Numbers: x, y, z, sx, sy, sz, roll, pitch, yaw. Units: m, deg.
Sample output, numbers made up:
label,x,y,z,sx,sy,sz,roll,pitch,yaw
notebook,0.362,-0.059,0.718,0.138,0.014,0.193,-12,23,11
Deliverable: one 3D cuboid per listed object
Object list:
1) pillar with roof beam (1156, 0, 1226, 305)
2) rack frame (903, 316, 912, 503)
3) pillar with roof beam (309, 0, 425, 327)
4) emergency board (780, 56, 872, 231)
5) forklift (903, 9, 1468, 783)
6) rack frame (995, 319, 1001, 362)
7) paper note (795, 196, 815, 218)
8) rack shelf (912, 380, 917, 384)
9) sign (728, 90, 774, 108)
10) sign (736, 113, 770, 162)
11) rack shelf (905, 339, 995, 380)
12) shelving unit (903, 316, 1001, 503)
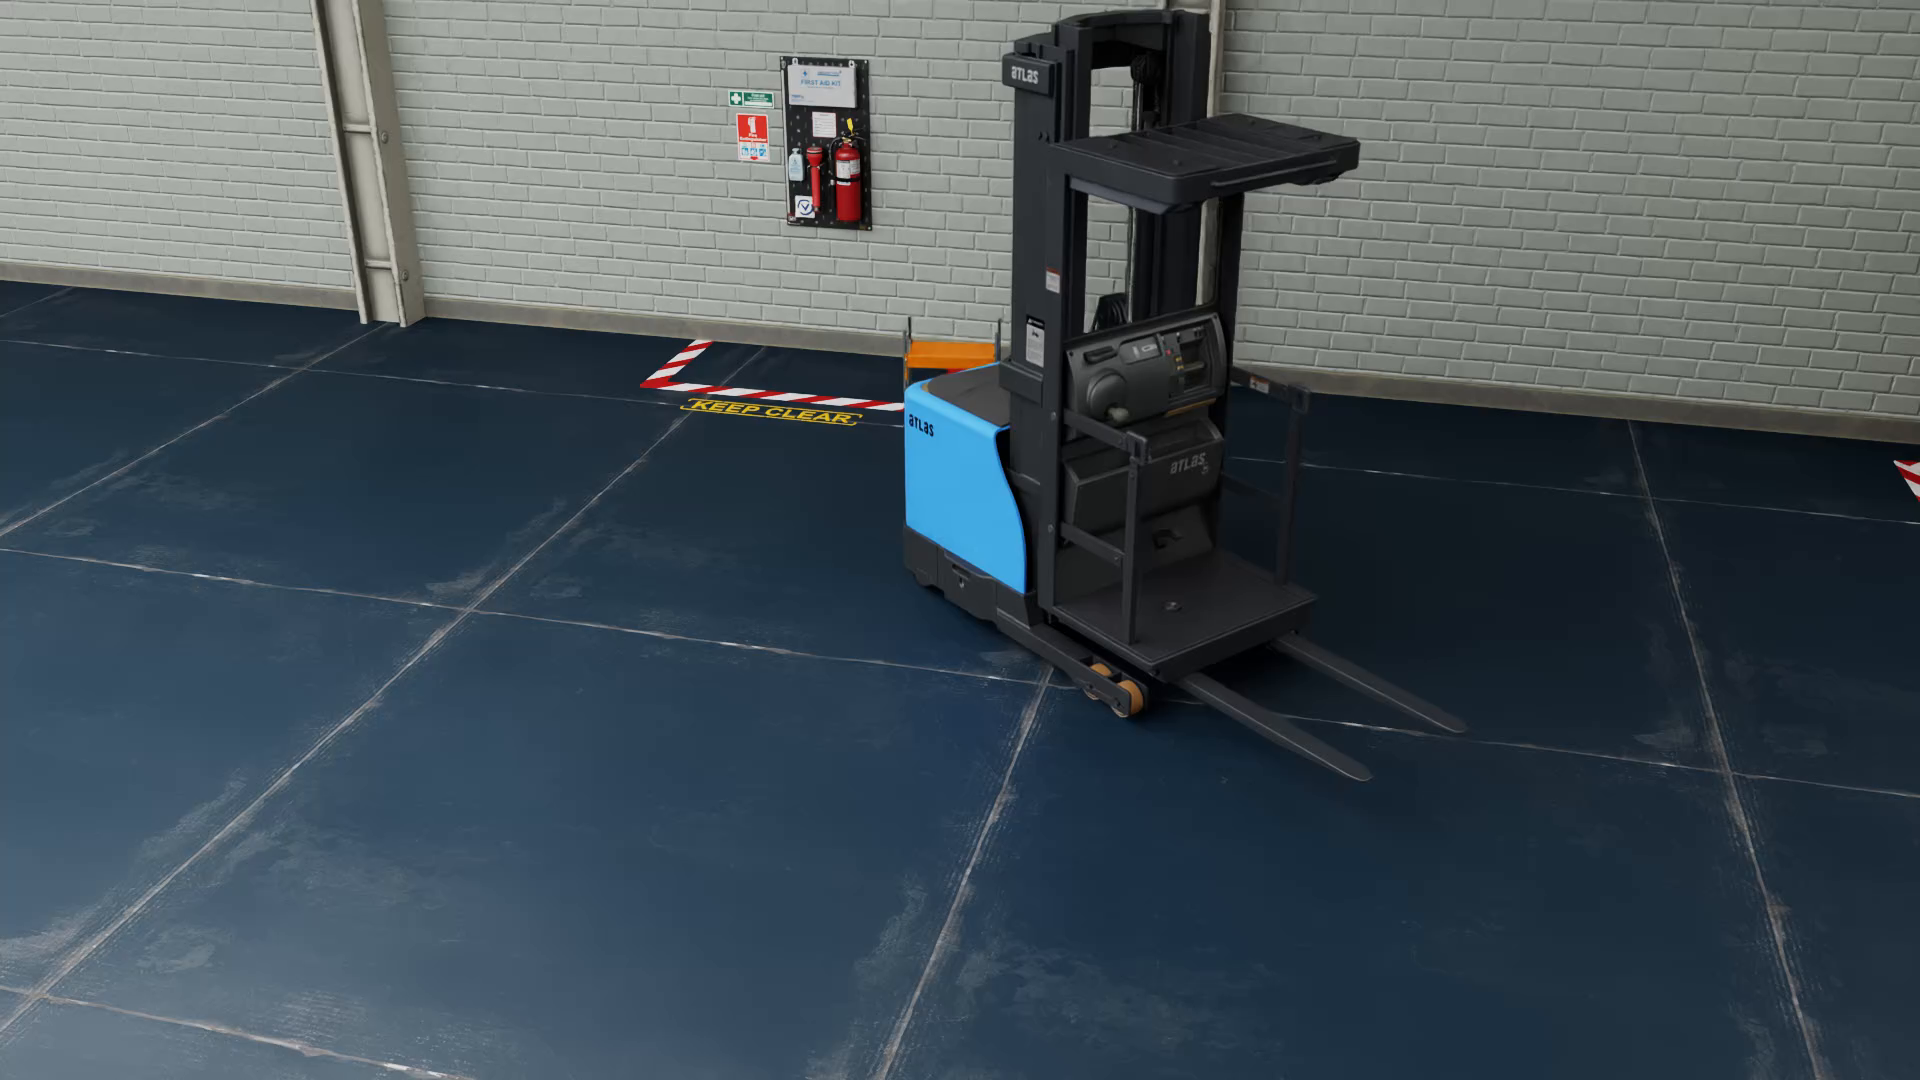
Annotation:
label,x,y,z,sx,sy,sz,roll,pitch,yaw
pillar with roof beam,0.373,-3.333,5.783,0.400,9.000,9.100,6,26,13
rack frame,-0.283,-0.620,9.157,0.015,1.200,0.240,2,26,5
pillar with roof beam,-5.438,-3.976,7.132,0.400,9.000,9.100,6,26,13
emergency board,-0.938,-2.697,11.426,0.643,1.169,0.194,6,26,13
forklift,0.985,-0.756,7.428,1.130,2.935,3.031,-18,31,-33
rack frame,0.202,-0.599,9.113,0.015,1.200,0.240,2,26,5
paper note,-1.093,-2.347,11.715,0.142,0.148,0.016,6,26,13
rack shelf,-0.040,-0.751,9.068,0.480,0.148,0.258,2,26,5
sign,-1.446,-3.051,11.510,0.331,0.109,0.001,6,26,13
sign,-1.448,-2.815,11.633,0.234,0.329,0.001,6,26,13
rack shelf,-0.040,-0.965,8.966,0.480,0.148,0.258,2,26,5
shelving unit,-0.040,-0.610,9.135,0.503,1.200,0.258,2,26,5
